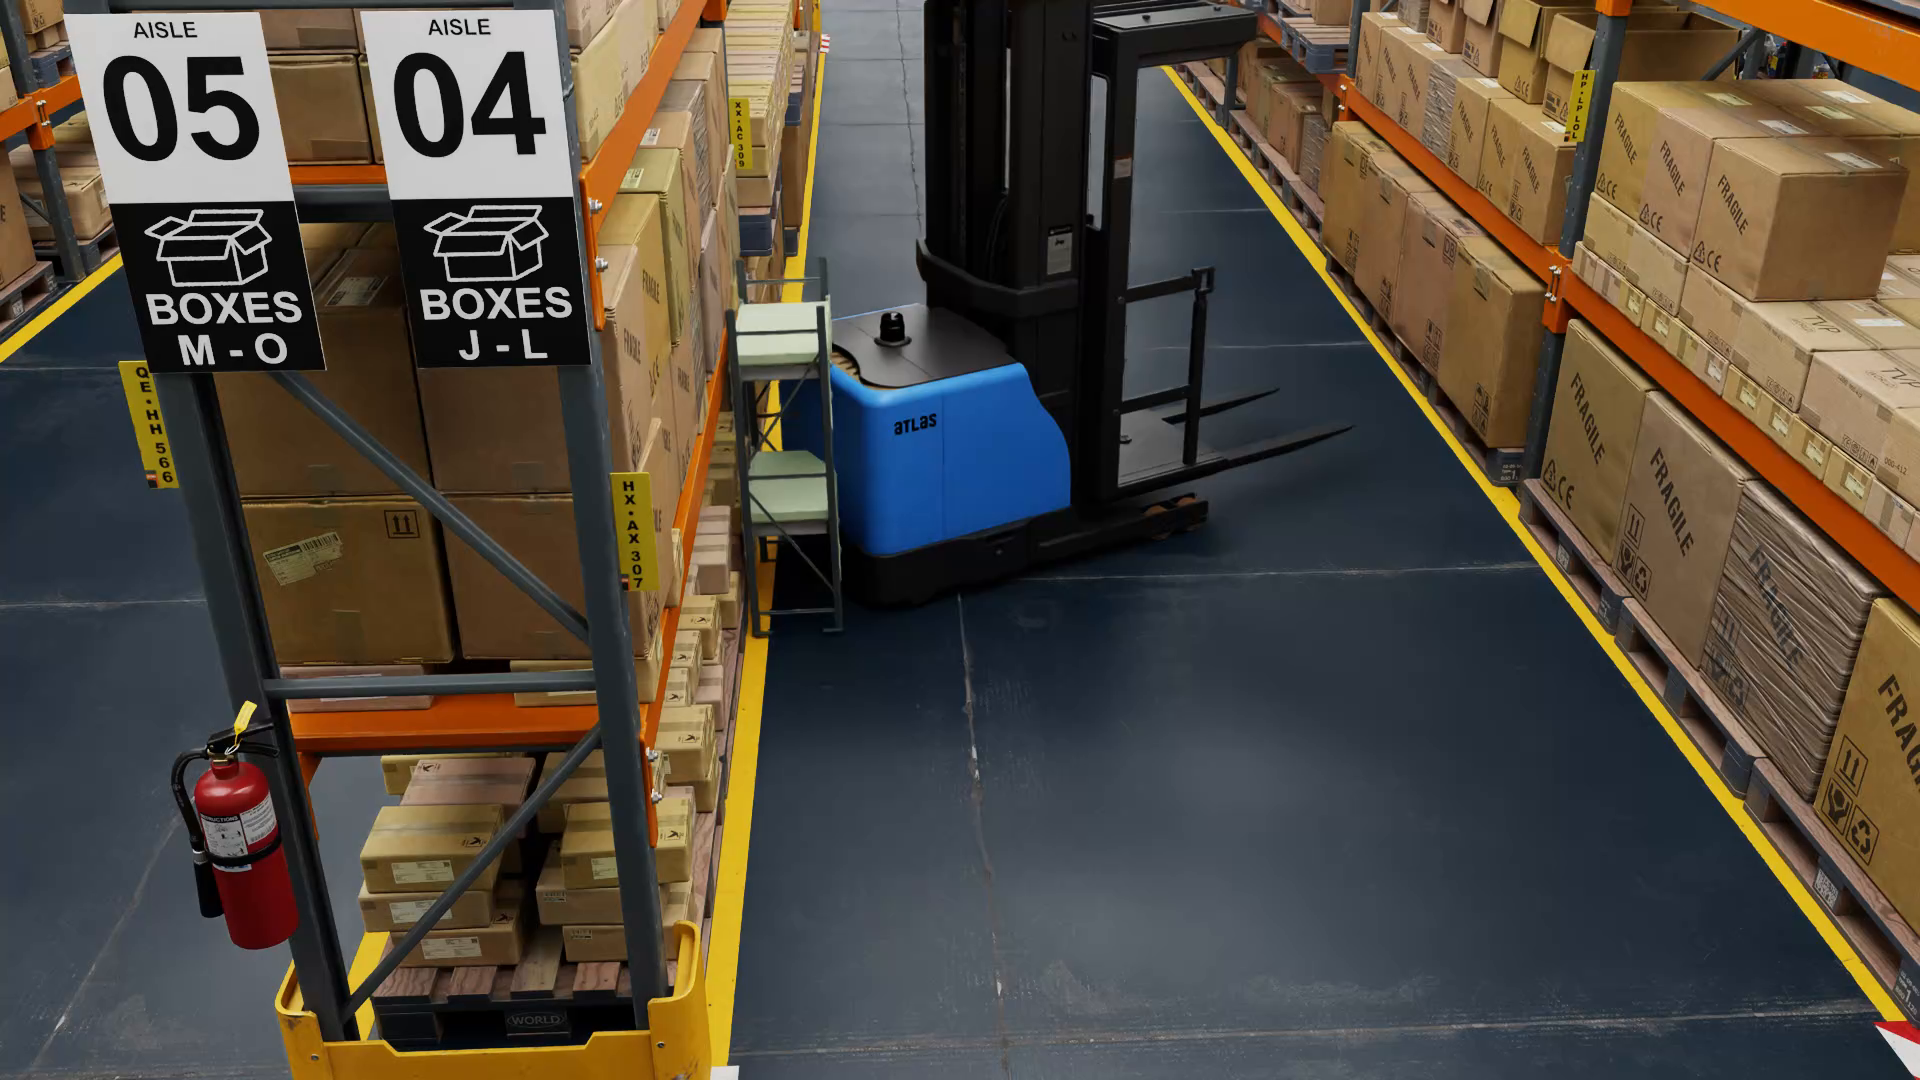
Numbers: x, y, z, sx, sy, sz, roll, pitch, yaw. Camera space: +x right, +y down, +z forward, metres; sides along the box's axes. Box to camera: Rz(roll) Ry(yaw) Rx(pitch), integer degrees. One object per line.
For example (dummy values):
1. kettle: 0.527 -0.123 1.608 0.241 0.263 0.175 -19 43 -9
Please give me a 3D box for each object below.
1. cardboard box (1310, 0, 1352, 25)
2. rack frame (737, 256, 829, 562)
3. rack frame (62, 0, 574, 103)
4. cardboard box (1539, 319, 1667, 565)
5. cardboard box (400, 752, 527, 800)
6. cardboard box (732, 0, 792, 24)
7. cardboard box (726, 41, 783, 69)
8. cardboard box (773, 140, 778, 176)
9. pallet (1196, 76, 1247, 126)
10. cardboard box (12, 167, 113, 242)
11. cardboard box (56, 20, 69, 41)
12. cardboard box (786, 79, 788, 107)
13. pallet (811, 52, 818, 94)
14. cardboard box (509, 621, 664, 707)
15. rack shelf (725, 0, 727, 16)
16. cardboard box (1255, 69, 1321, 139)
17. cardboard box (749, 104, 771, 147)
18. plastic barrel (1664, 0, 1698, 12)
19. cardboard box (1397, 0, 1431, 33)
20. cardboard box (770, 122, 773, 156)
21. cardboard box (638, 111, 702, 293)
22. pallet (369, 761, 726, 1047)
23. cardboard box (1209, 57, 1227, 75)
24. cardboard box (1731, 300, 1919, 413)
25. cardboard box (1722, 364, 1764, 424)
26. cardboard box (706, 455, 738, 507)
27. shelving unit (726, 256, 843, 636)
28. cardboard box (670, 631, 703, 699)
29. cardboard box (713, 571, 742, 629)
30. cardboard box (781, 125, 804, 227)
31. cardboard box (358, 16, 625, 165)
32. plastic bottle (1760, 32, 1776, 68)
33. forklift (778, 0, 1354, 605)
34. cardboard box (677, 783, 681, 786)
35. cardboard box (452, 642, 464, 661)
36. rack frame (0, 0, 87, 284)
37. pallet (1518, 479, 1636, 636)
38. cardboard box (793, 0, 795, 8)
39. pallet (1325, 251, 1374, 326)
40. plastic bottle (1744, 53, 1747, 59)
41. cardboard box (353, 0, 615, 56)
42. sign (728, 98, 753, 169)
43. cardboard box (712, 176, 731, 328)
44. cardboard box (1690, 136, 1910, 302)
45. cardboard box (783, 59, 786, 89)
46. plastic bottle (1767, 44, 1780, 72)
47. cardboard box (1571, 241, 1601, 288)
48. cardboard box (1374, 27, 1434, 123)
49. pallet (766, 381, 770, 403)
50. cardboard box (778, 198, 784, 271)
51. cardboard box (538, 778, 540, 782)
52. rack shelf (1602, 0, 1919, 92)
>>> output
1. cardboard box: 2.998 -4.123 12.348 0.700 0.500 0.500 3 28 5
2. rack frame: -0.779 -0.580 7.740 0.400 1.500 0.023 -3 25 -3
3. rack frame: -1.346 -2.281 2.892 1.000 3.000 0.127 -1 28 -3
4. cardboard box: 3.359 -0.478 7.767 0.875 0.875 0.875 -1 28 -3
5. cardboard box: -1.687 0.848 5.687 0.380 0.149 0.250 -2 28 -5
6. cardboard box: -1.280 -3.438 10.773 0.380 0.149 0.250 -2 28 -5
7. cardboard box: -1.202 -2.721 9.398 0.380 0.149 0.250 -1 28 -1
8. cardboard box: -1.145 -1.979 8.619 0.380 0.149 0.250 -1 28 -2
9. pallet: 2.916 -4.308 16.282 1.003 0.211 1.213 -1 28 -3
10. cardboard box: -6.721 -2.431 12.055 0.950 0.372 0.625 -3 28 -6
11. cardboard box: -6.482 -3.637 11.798 0.380 0.149 0.250 -3 28 -6
12. cardboard box: -1.229 -2.700 10.001 0.380 0.149 0.250 -3 28 -5
13. pallet: -2.001 -4.844 17.309 1.003 0.211 1.213 -1 28 -3
14. cardboard box: -1.035 0.333 4.639 0.380 0.149 0.250 -2 28 -3
15. rack shelf: -1.659 -3.403 9.064 1.077 0.370 4.000 -1 28 -3
16. cardboard box: 3.003 -3.817 14.553 0.700 0.500 0.500 -2 28 -3
17. cardboard box: -1.116 -2.000 8.014 0.380 0.149 0.250 0 28 0
18. plastic barrel: 7.860 -5.752 18.271 0.421 0.512 0.421 0 28 0
19. cardboard box: 3.217 -3.539 10.599 0.797 0.503 0.637 0 28 -1
20. cardboard box: -1.131 -1.987 8.313 0.380 0.149 0.250 -2 28 -4
21. cardboard box: -1.172 -1.163 5.725 0.500 0.500 0.500 -2 28 -4
22. pallet: -1.357 1.205 5.712 1.003 0.211 1.213 -1 28 -3
23. cardboard box: 2.857 -5.048 16.934 0.500 0.500 0.500 -4 28 -7
24. cardboard box: 3.238 -0.686 6.163 0.500 0.250 0.500 -1 28 -3
25. cardboard box: 3.170 -0.565 6.362 0.380 0.149 0.250 -2 28 -4
26. cardboard box: -1.203 -0.264 7.498 0.380 0.149 0.250 -2 28 -3
27. shelving unit: -0.758 -0.423 7.410 0.431 1.500 0.755 -3 25 -3
28. cardboard box: -1.154 0.459 6.113 0.380 0.149 0.250 0 28 -1
29. cardboard box: -1.140 0.261 7.135 0.380 0.149 0.250 -1 28 -3
30. cardboard box: -1.705 -2.787 12.329 1.050 0.750 0.750 -2 28 -3
31. cardboard box: -1.114 -1.098 4.029 0.500 0.250 0.500 0 28 -1
32. plastic bottle: 8.273 -5.042 17.062 0.144 0.351 0.185 -2 28 -3
33. forklift: 0.651 -1.494 7.945 3.031 2.935 1.130 -15 31 -27
34. cardboard box: -1.169 0.974 5.767 0.380 0.149 0.250 -1 28 -2
35. cardboard box: -1.620 0.231 4.835 0.380 0.149 0.250 -1 28 -3
36. rack frame: -6.701 -3.149 11.044 1.000 3.000 0.127 -1 28 -3
37. pallet: 3.366 0.048 7.929 1.003 0.211 1.213 -1 28 -3
38. cardboard box: -1.652 -4.739 13.984 0.500 0.500 0.500 -2 28 -3
39. pallet: 3.161 -1.786 11.446 1.003 0.211 1.213 -1 28 -3
40. plastic bottle: 7.755 -4.670 16.348 0.144 0.351 0.185 -1 28 -3
41. cardboard box: -1.110 -1.319 3.914 0.500 0.250 0.500 -1 28 -2
42. sign: -1.013 -1.868 7.653 0.100 0.325 0.005 -1 28 -3
43. cardboard box: -1.221 -1.188 6.854 0.500 0.500 0.500 -2 28 -4
44. cardboard box: 3.223 -1.244 6.421 0.500 0.500 0.500 -2 28 -4
45. cardboard box: -1.213 -2.709 9.696 0.380 0.149 0.250 -1 28 -1
46. plastic bottle: 8.250 -4.877 16.833 0.097 0.271 0.097 0 28 0
47. cardboard box: 3.087 -1.285 7.742 0.380 0.149 0.250 -1 28 -3
48. cardboard box: 2.978 -2.963 10.580 0.500 0.500 0.500 -2 28 -4
49. pallet: -1.663 -1.156 10.238 1.003 0.211 1.213 -1 28 -3
50. cardboard box: -1.468 -2.095 11.273 0.500 0.500 0.500 -2 28 -3
51. cardboard box: -1.650 0.865 5.977 0.380 0.149 0.250 -1 28 -2
52. rack shelf: 3.508 -1.628 5.663 1.077 0.370 4.000 -1 28 -3
